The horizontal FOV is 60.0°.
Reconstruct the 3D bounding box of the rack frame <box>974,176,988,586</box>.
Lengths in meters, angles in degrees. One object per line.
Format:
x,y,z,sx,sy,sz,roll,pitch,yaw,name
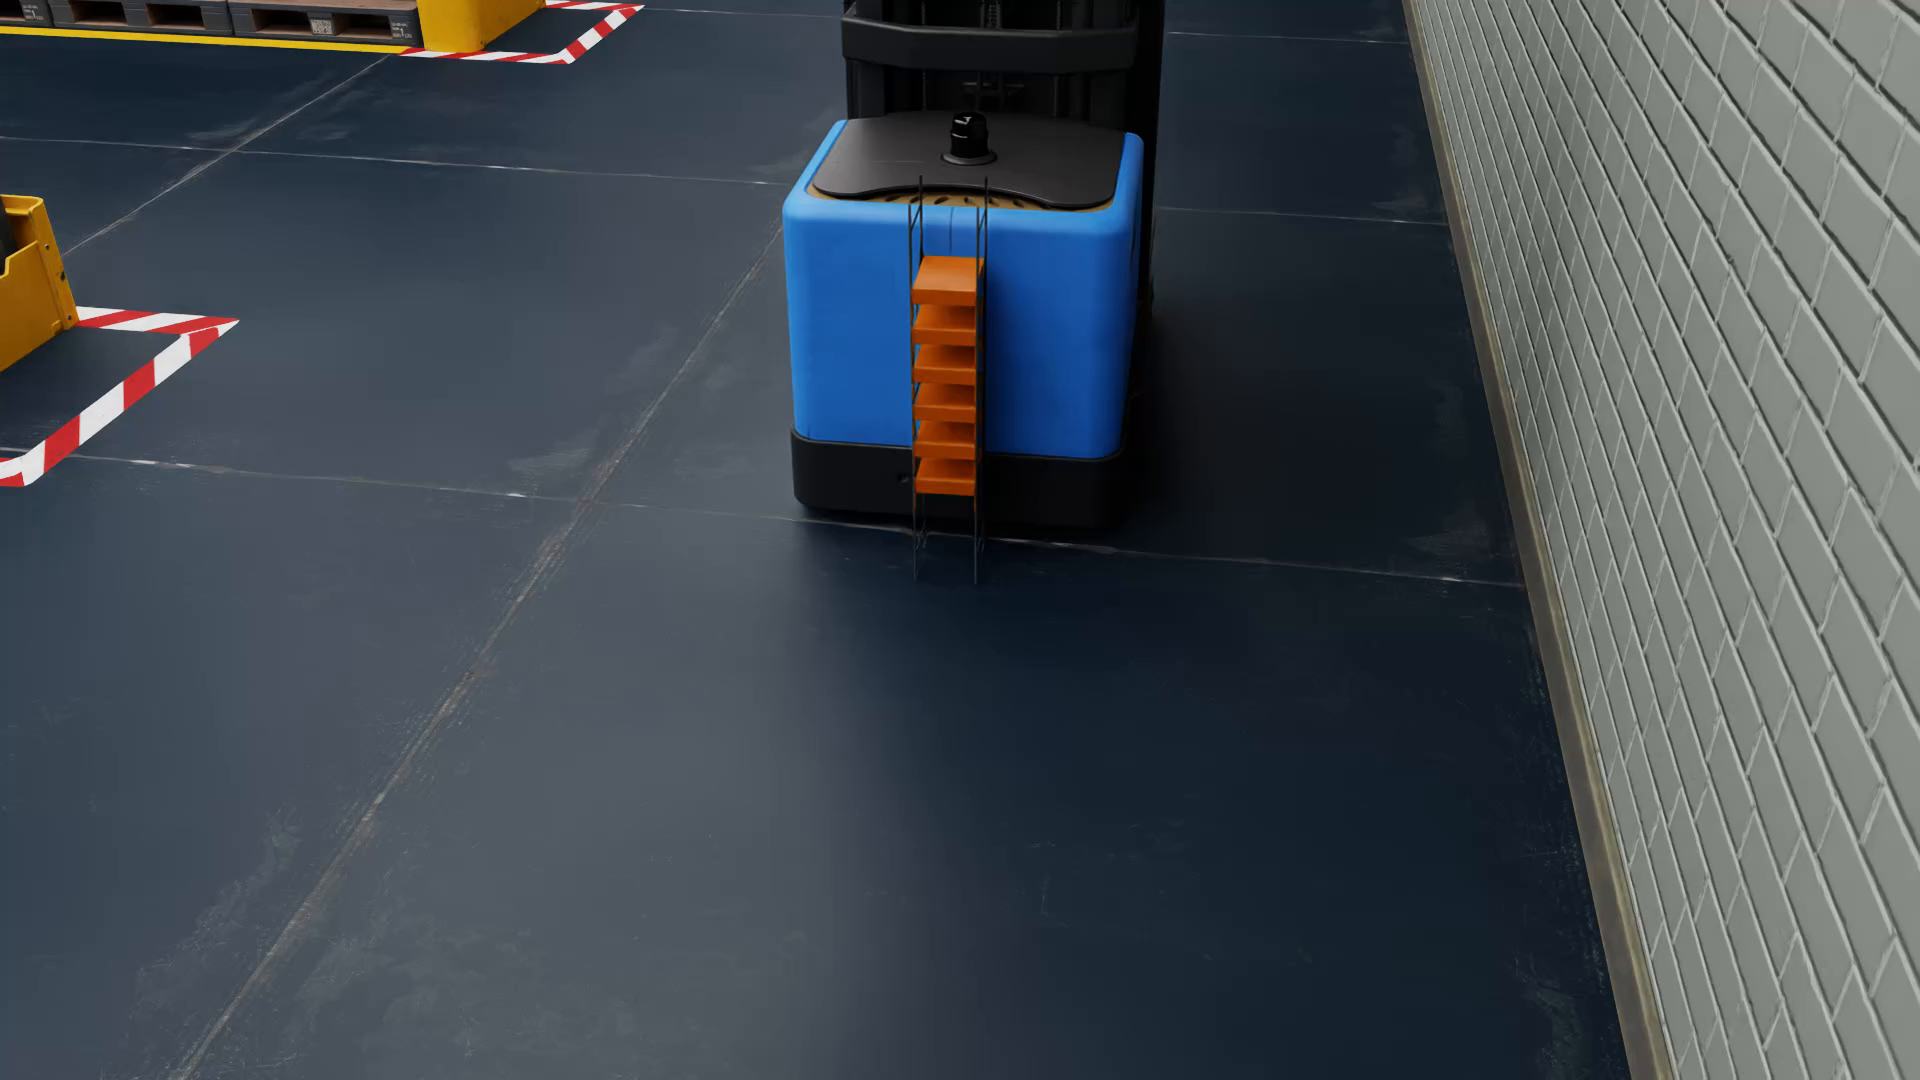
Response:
0.060,-0.433,4.810,0.006,1.200,0.240,4,32,6,rack frame

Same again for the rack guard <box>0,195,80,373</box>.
-3.777,-0.817,6.084,0.348,0.500,1.175,5,32,8,rack guard

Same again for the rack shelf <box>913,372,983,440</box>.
-0.031,-0.400,4.843,0.180,0.103,0.258,4,32,6,rack shelf

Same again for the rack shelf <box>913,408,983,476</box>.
-0.031,-0.299,4.906,0.180,0.103,0.258,4,32,6,rack shelf

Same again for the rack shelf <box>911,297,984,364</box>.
-0.031,-0.604,4.715,0.180,0.103,0.258,4,32,6,rack shelf

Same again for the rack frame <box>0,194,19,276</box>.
-3.800,-1.879,5.424,0.127,3.000,1.000,5,32,8,rack frame

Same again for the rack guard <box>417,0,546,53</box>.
-2.941,-3.414,10.233,0.348,0.500,1.175,5,32,8,rack guard

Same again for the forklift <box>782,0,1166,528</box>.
0.183,-2.045,5.754,1.130,2.935,3.031,4,32,7,forklift

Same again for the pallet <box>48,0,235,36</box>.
-4.973,-3.491,10.628,1.213,0.211,1.003,5,32,8,pallet

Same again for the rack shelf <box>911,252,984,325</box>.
-0.031,-0.706,4.652,0.180,0.103,0.258,4,32,6,rack shelf

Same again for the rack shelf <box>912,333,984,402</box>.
-0.031,-0.502,4.779,0.180,0.103,0.258,4,32,6,rack shelf

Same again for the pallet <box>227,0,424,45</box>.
-3.774,-3.381,10.452,1.213,0.211,1.003,5,32,8,pallet

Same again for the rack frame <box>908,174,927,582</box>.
-0.122,-0.444,4.828,0.006,1.200,0.240,4,32,6,rack frame

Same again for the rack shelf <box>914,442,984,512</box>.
-0.031,-0.197,4.970,0.180,0.103,0.258,4,32,6,rack shelf

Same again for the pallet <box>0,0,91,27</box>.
-6.179,-3.599,10.800,1.213,0.211,1.003,5,32,8,pallet

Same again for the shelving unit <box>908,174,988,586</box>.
-0.031,-0.438,4.819,0.189,1.200,0.258,4,32,6,shelving unit
